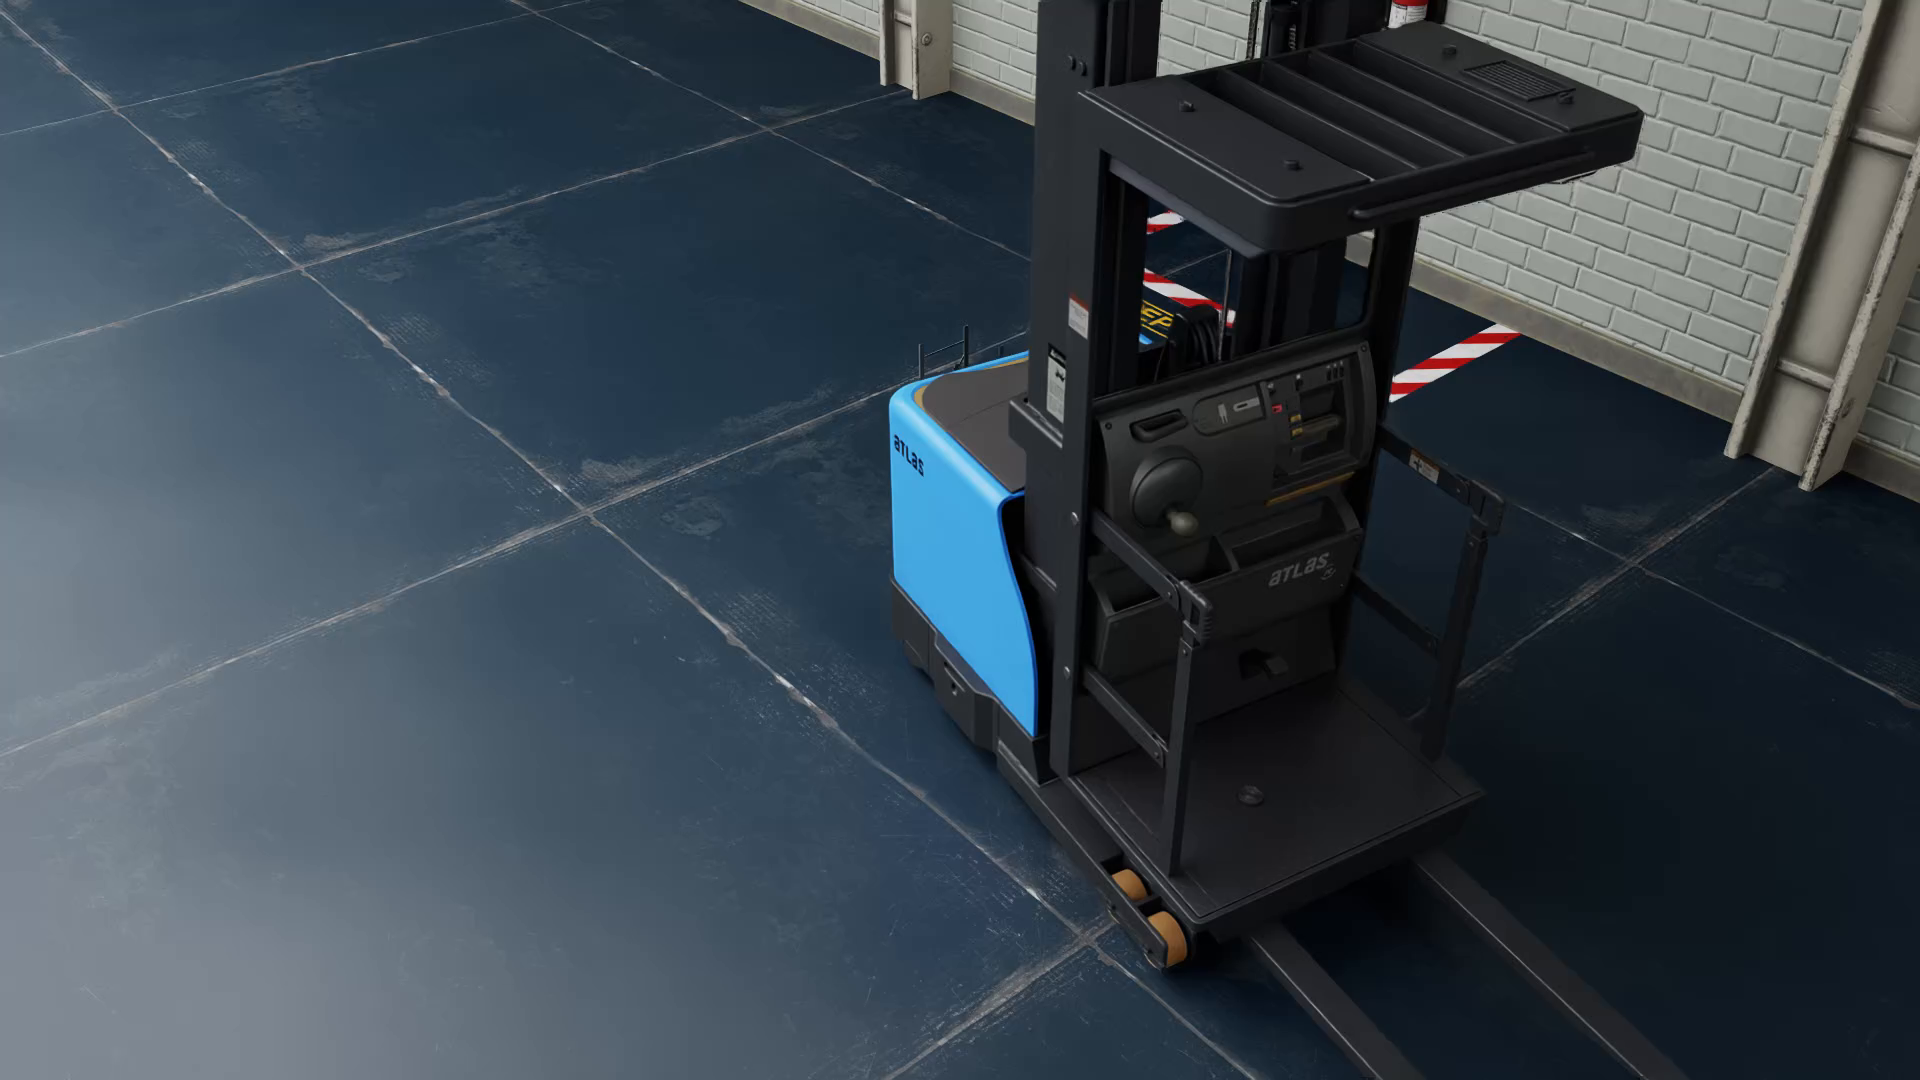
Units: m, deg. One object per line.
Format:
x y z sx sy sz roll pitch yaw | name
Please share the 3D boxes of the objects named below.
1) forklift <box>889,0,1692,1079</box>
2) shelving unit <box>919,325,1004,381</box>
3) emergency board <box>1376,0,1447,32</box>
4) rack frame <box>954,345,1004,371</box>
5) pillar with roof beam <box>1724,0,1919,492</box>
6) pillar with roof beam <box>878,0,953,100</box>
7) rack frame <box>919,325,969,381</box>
0.901 -0.226 4.532 1.130 2.935 3.031 -18 39 -23 | forklift
0.005 -0.364 6.485 0.258 0.900 0.210 -26 43 -32 | shelving unit
2.021 -2.676 7.933 0.194 1.169 0.643 -26 43 -32 | emergency board
0.071 -0.319 6.421 0.240 0.900 0.006 -26 43 -32 | rack frame
0.298 -2.413 2.372 9.100 9.000 0.400 -26 43 -32 | pillar with roof beam
-3.574 -5.062 6.112 9.100 9.000 0.400 -26 43 -32 | pillar with roof beam
-0.060 -0.409 6.548 0.240 0.900 0.006 -26 43 -32 | rack frame
